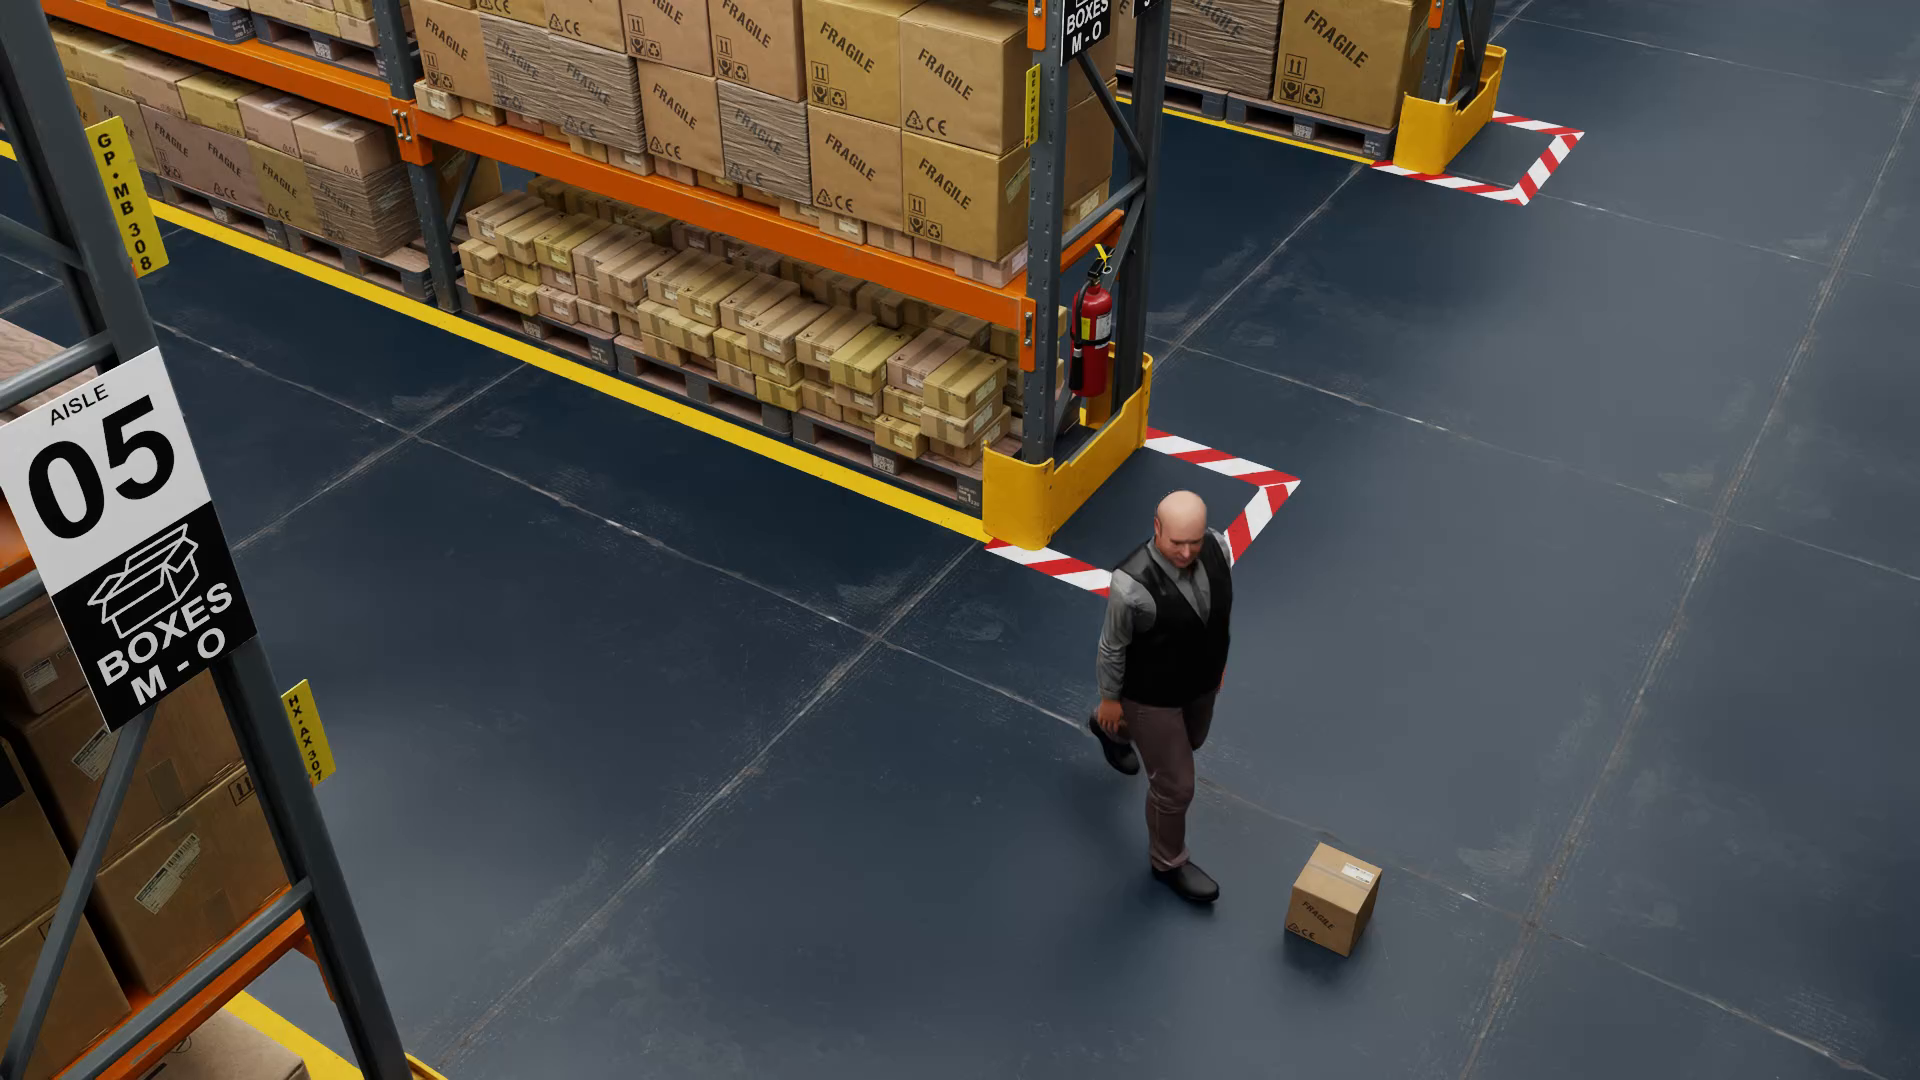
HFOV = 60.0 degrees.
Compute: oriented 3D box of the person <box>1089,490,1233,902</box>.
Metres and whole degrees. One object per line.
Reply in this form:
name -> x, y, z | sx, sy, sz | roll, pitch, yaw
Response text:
person -> 0.729, 0.491, 6.073 | 0.554, 1.701, 0.873 | -29, 46, -31
